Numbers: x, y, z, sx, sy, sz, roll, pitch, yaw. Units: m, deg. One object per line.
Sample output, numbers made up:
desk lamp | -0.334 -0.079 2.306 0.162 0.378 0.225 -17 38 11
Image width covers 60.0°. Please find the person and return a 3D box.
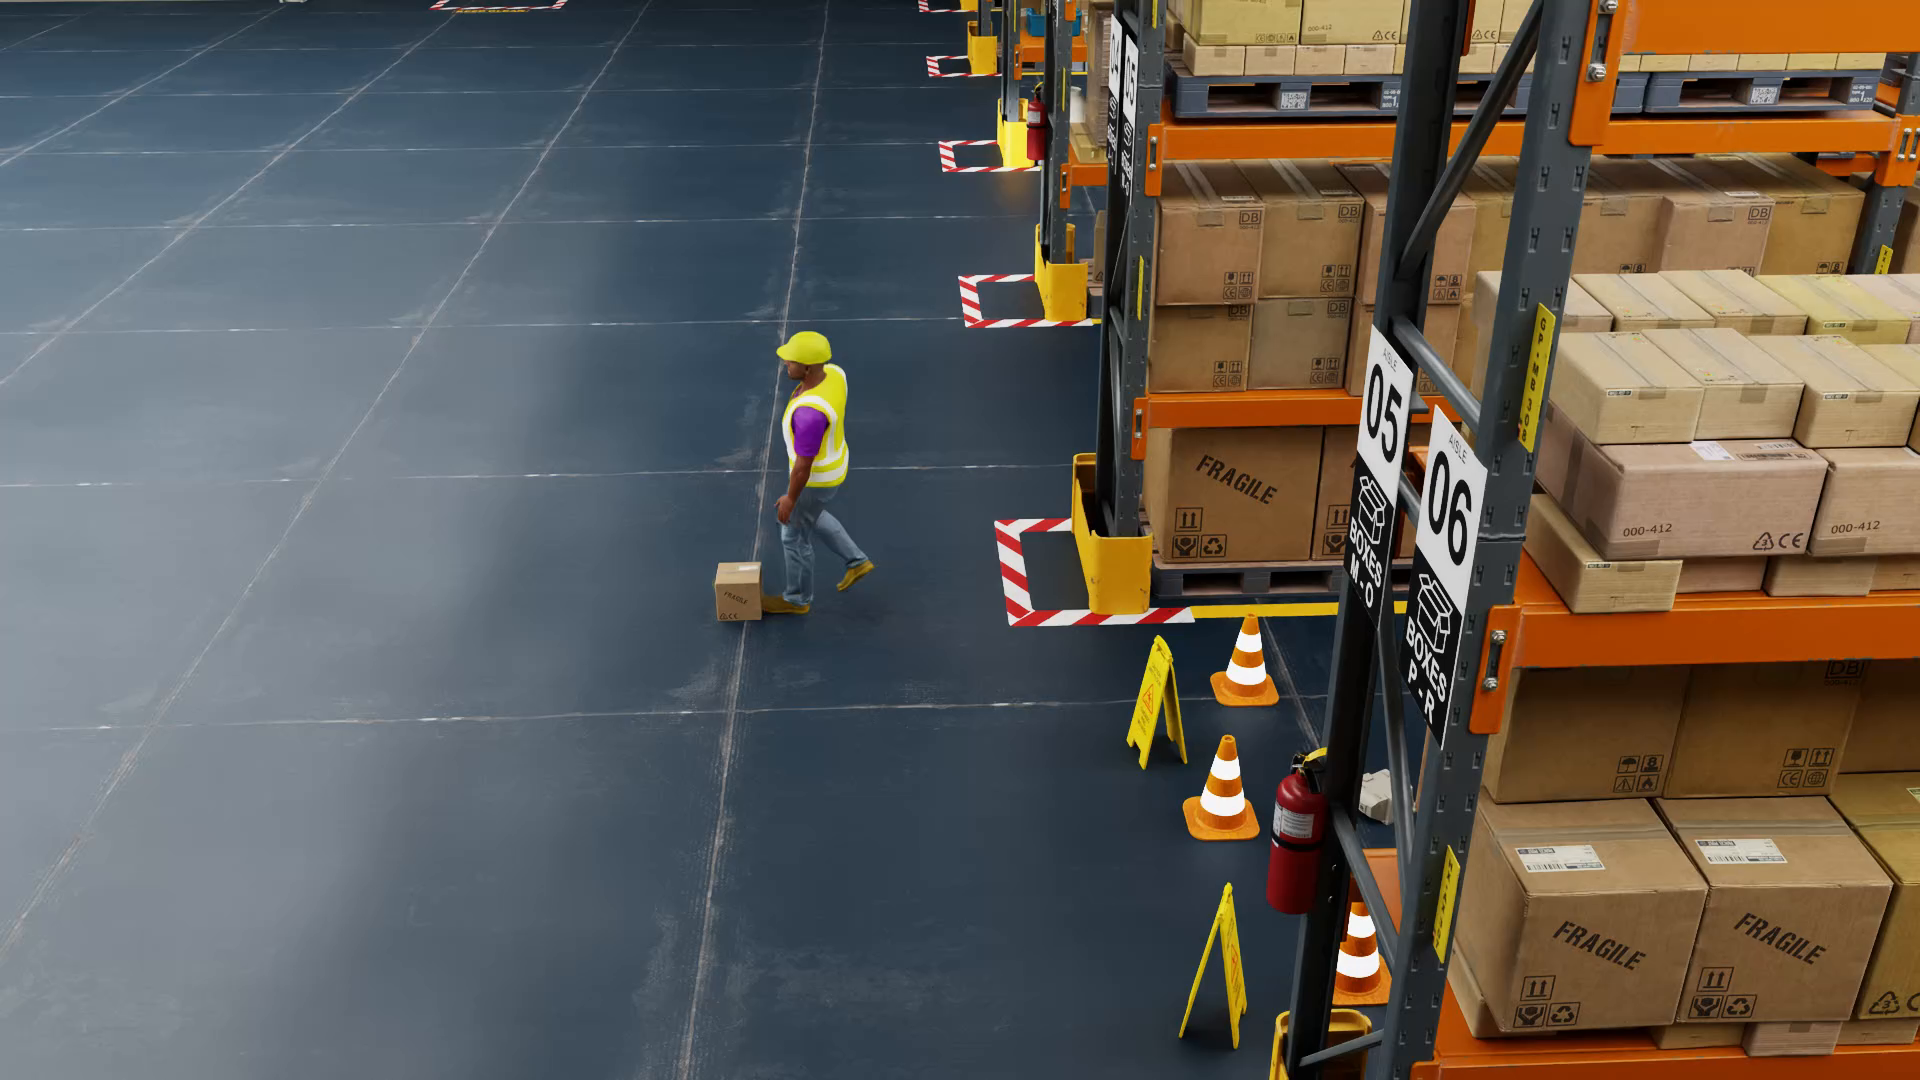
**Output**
person | -0.848 -0.364 9.318 0.674 1.753 0.607 2 27 3
